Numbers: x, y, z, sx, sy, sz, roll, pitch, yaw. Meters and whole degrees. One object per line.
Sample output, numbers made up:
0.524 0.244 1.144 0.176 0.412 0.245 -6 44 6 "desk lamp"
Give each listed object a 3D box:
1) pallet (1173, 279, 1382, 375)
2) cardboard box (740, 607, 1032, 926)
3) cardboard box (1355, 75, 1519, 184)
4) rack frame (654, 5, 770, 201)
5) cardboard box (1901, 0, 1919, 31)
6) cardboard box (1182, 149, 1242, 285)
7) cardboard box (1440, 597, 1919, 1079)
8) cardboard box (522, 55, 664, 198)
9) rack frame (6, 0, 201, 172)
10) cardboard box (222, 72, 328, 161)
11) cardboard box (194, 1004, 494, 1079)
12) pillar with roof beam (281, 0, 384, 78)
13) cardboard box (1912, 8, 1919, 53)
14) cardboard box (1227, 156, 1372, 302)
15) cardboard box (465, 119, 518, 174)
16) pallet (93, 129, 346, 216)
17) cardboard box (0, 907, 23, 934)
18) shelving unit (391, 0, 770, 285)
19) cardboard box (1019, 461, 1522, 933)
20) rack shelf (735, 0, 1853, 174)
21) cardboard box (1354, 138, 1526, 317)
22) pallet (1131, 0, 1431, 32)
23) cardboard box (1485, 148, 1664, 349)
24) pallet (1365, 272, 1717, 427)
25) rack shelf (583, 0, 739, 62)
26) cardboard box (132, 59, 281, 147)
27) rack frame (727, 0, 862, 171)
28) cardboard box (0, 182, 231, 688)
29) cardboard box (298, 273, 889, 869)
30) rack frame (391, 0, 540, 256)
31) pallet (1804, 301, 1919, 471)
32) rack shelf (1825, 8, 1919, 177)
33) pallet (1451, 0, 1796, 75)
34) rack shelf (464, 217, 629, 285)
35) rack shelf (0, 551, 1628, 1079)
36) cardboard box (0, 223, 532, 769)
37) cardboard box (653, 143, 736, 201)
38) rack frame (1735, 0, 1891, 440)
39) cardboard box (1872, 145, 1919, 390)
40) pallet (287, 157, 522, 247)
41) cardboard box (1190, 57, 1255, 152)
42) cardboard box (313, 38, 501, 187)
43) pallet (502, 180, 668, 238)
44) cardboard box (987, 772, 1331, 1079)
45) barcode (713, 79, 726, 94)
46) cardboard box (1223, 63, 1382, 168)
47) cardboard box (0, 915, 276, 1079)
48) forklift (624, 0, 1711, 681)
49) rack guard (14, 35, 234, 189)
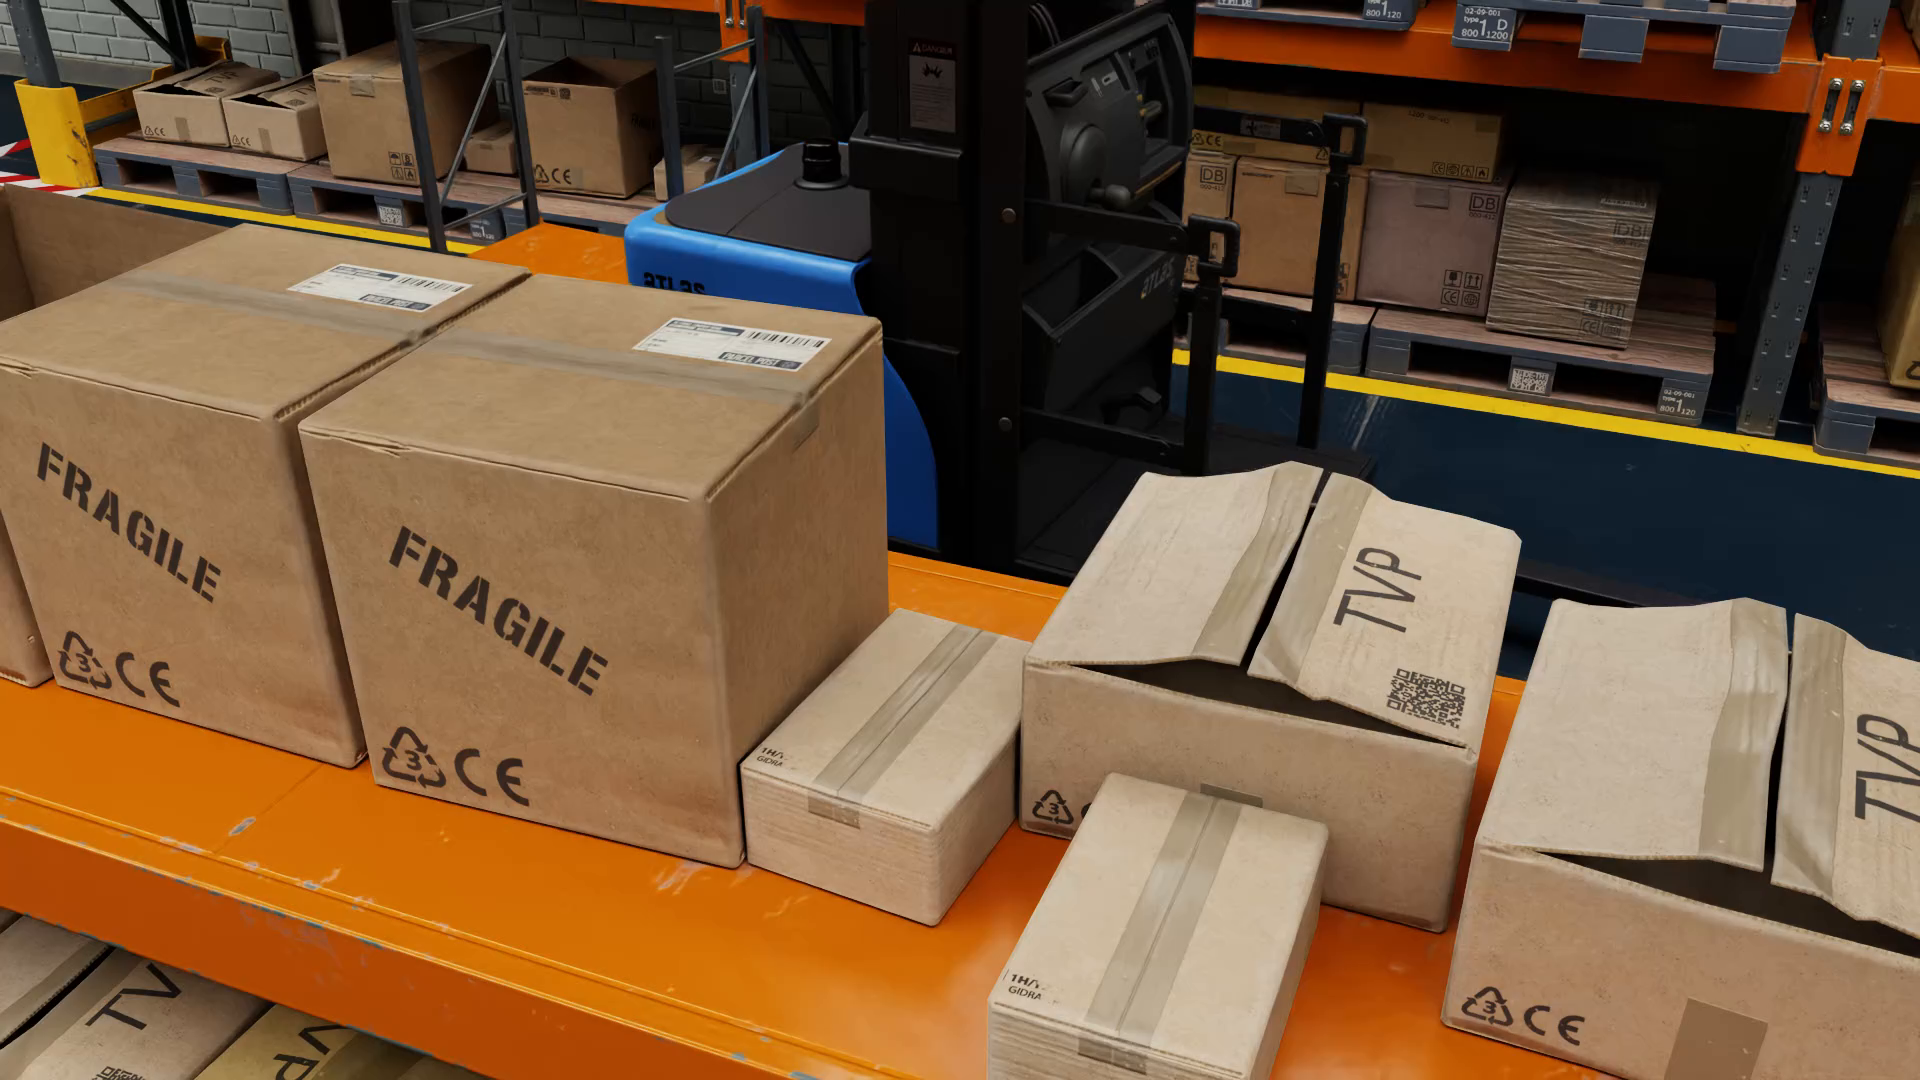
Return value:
1.157 -1.058 6.907 1.213 0.211 1.003 11 31 19 "pallet"
-0.055 0.258 2.000 0.250 0.149 0.380 14 32 23 "cardboard box"
1.815 -1.573 6.316 0.500 0.250 0.500 12 32 20 "cardboard box"
-0.740 -0.882 5.287 0.032 1.500 0.500 15 33 25 "rack frame"
3.405 -1.856 5.720 0.250 0.149 0.380 12 32 20 "cardboard box"
0.944 -1.429 6.824 0.500 0.500 0.700 12 32 20 "cardboard box"
0.827 0.311 1.742 0.500 0.311 0.500 13 32 22 "cardboard box"
-1.676 -1.917 7.687 0.500 0.500 0.500 9 31 15 "cardboard box"
-4.406 -3.380 8.182 0.127 3.000 1.000 11 31 19 "rack frame"
-3.271 -2.127 8.250 0.500 0.311 0.500 14 32 23 "cardboard box"
-0.844 0.863 2.472 0.500 0.311 0.500 12 32 20 "cardboard box"
-5.051 -4.294 3.702 0.400 9.000 9.100 11 31 19 "pillar with roof beam"
3.225 -1.633 5.326 0.250 0.149 0.380 11 31 18 "cardboard box"
1.415 -1.340 6.666 0.500 0.500 0.700 11 31 19 "cardboard box"
-2.174 -1.896 8.005 0.250 0.149 0.380 9 31 15 "cardboard box"
-3.596 -1.986 8.549 1.213 0.211 1.003 11 31 19 "pallet"
-1.808 0.674 2.806 0.500 0.311 0.500 11 31 19 "cardboard box"
-1.179 -1.000 5.494 1.083 1.500 0.587 15 33 25 "shelving unit"
0.392 0.144 2.037 0.500 0.311 0.500 11 31 19 "cardboard box"
1.154 -1.957 6.395 4.000 0.370 1.077 11 31 19 "rack shelf"
1.886 -1.261 6.526 0.500 0.500 0.700 11 31 19 "cardboard box"
1.157 -2.164 6.225 1.213 0.211 1.003 11 31 19 "pallet"
2.320 -1.113 6.264 0.500 0.500 0.700 12 32 20 "cardboard box"
2.283 -0.831 6.506 1.213 0.211 1.003 11 31 19 "pallet"
-2.553 -2.697 7.704 4.000 0.370 1.077 11 31 19 "rack shelf"
-3.799 -2.232 8.436 0.500 0.311 0.500 8 30 13 "cardboard box"
-0.700 -2.640 6.873 0.127 3.000 1.000 11 31 19 "rack frame"
-1.365 -0.177 2.414 0.500 0.500 0.500 14 32 23 "cardboard box"
-0.413 0.013 2.077 0.500 0.500 0.500 10 31 16 "cardboard box"
-1.633 -1.121 5.709 0.032 1.500 0.500 15 33 25 "rack frame"
3.709 -0.506 5.931 1.213 0.211 1.003 11 31 19 "pallet"
4.860 -1.217 5.086 4.000 0.370 1.077 11 31 19 "rack shelf"
2.306 -1.900 5.758 1.003 0.211 1.213 11 31 19 "pallet"
-1.187 -0.845 5.587 1.000 0.185 0.538 15 33 25 "rack shelf"
-0.705 0.240 2.362 3.687 0.071 0.831 11 31 19 "rack shelf"
-0.901 -0.085 2.250 0.500 0.500 0.500 11 31 19 "cardboard box"
-1.207 -1.684 7.612 0.250 0.166 0.380 7 30 13 "cardboard box"
3.007 -1.900 5.563 0.127 3.000 1.000 11 31 19 "rack frame"
3.639 -0.951 5.642 0.750 0.750 0.750 11 31 18 "cardboard box"
-2.470 -1.759 8.148 1.213 0.211 1.003 11 31 19 "pallet"
0.881 -1.767 6.659 0.500 0.250 0.500 10 31 18 "cardboard box"
-2.610 -2.050 7.923 0.500 0.500 0.700 9 31 16 "cardboard box"
-1.335 -1.534 7.750 1.213 0.211 1.003 11 31 19 "pallet"
0.211 0.428 1.699 0.250 0.149 0.380 11 31 19 "cardboard box"
-1.110 -2.092 7.671 0.075 0.075 0.001 11 31 19 "barcode"
1.337 -1.666 6.481 0.500 0.250 0.500 11 31 19 "cardboard box"
-1.327 0.770 2.638 0.500 0.311 0.500 10 31 17 "cardboard box"
0.579 -1.095 4.208 3.031 2.935 1.130 15 33 25 "forklift"
-4.336 -2.278 8.772 0.348 0.500 1.175 11 31 19 "rack guard"
